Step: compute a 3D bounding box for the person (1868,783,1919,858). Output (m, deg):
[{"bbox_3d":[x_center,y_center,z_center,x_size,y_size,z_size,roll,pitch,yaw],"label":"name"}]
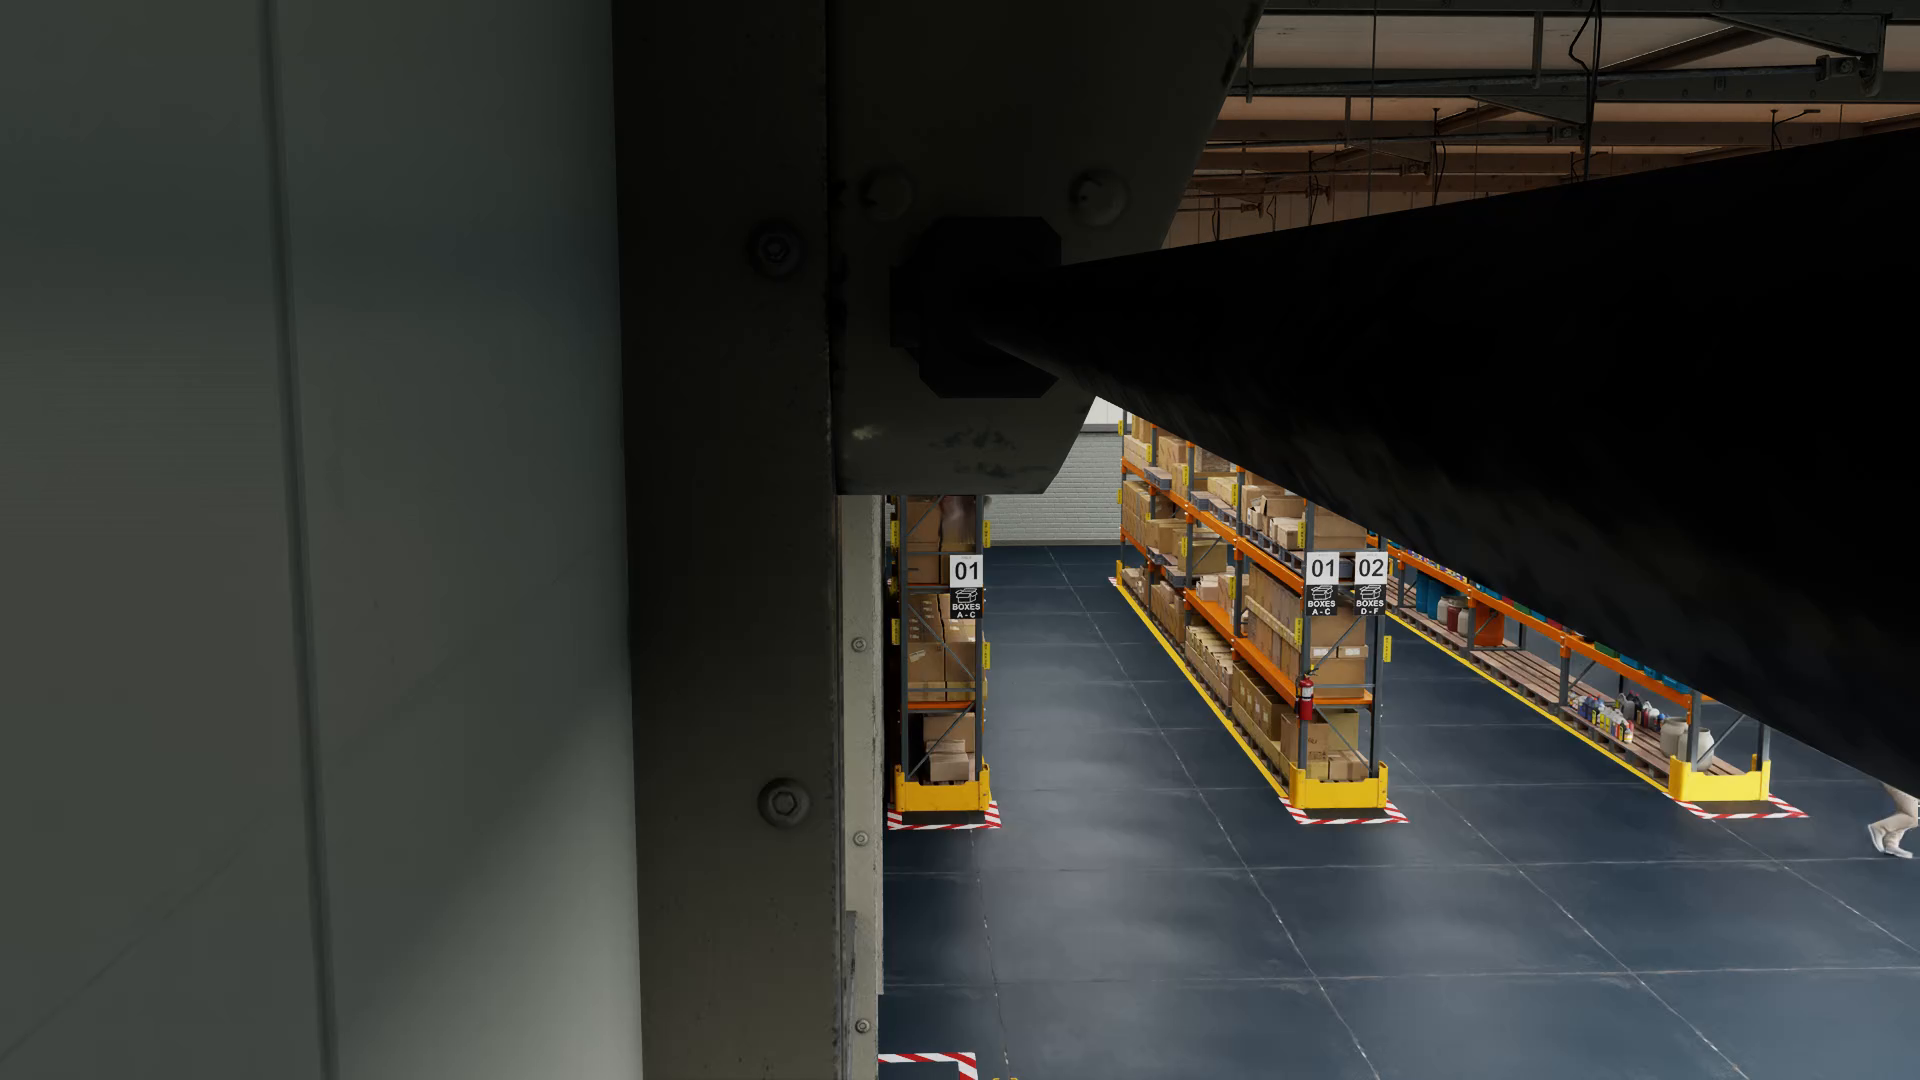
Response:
[{"bbox_3d":[10.674,2.747,18.793,0.631,1.698,0.649,6,10,33],"label":"person"}]
